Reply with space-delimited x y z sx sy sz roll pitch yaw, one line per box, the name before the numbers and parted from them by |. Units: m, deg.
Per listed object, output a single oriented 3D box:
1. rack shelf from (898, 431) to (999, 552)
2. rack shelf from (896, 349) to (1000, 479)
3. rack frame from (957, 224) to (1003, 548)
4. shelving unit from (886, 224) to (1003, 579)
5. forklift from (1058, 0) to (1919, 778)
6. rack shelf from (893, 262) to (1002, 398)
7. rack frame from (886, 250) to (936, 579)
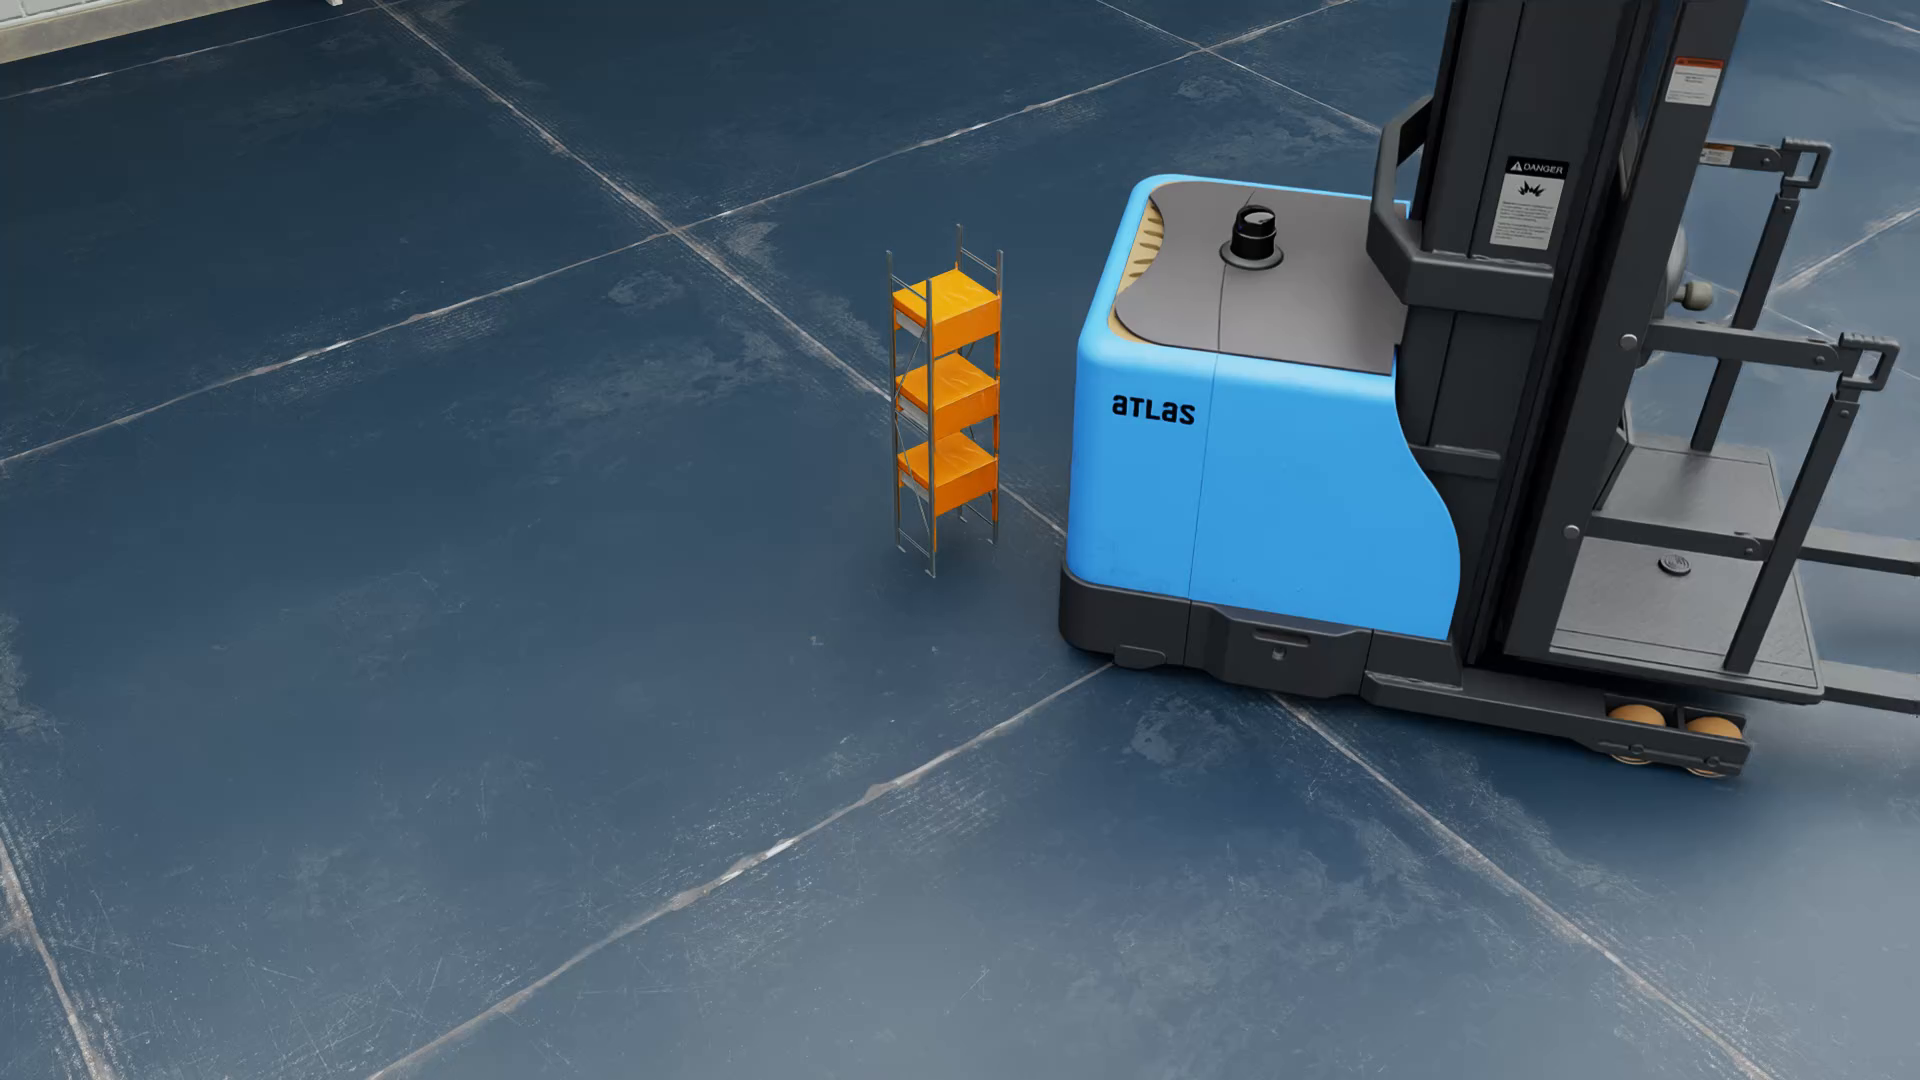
rack shelf | -0.042 -0.162 5.075 0.240 0.259 0.215 -26 46 -28
rack shelf | -0.042 -0.377 4.899 0.240 0.259 0.215 -26 46 -28
rack frame | 0.054 -0.432 4.949 0.008 1.050 0.200 -26 46 -28
shelving unit | -0.042 -0.385 4.892 0.252 1.050 0.215 -26 46 -28
forklift | 1.860 -0.869 3.998 3.031 2.935 1.130 9 40 11
rack shelf | -0.042 -0.596 4.719 0.240 0.259 0.215 -26 46 -28
rack frame | -0.139 -0.338 4.834 0.008 1.050 0.200 -26 46 -28
